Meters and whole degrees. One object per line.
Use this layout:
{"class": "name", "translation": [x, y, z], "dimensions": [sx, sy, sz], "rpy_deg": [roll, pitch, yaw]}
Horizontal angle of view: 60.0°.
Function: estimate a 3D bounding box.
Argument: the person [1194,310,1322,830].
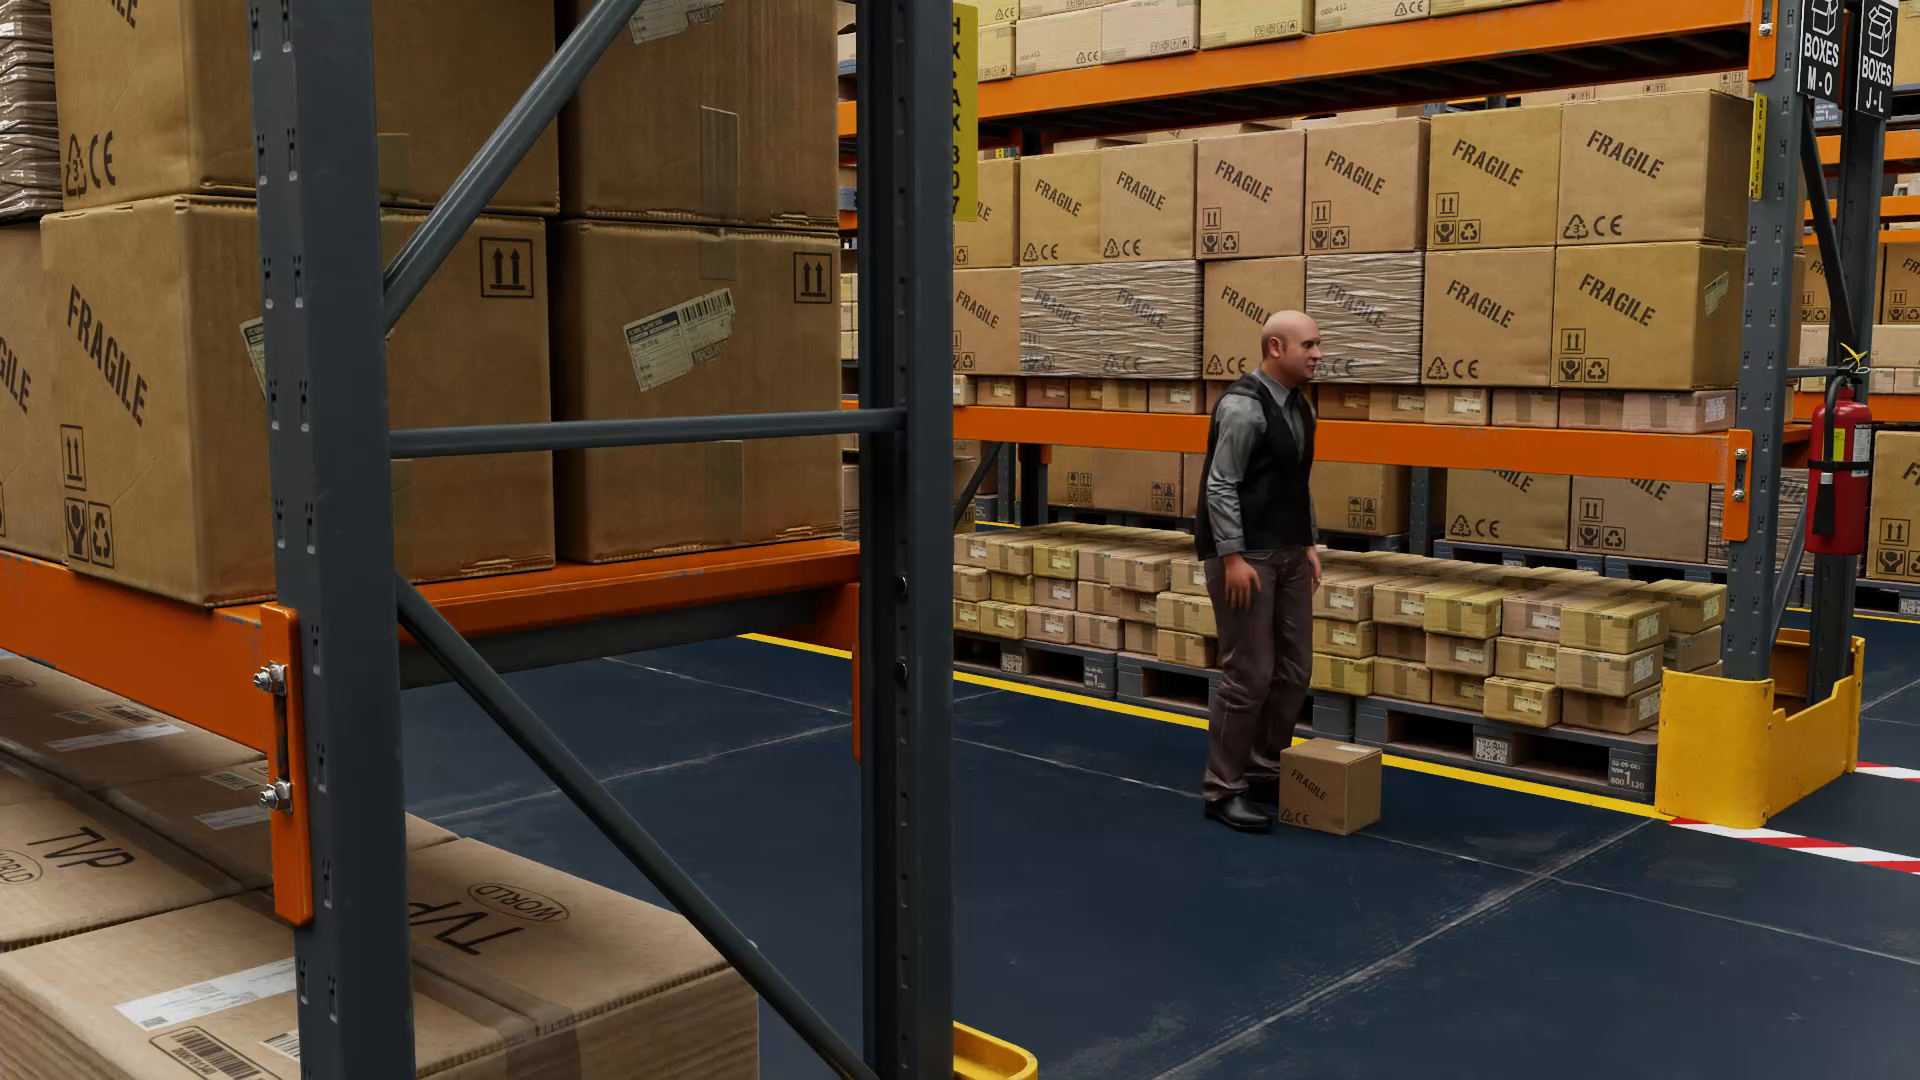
{"class": "person", "translation": [1.029, 0.080, 5.702], "dimensions": [0.412, 1.721, 0.588], "rpy_deg": [6, 9, 41]}
